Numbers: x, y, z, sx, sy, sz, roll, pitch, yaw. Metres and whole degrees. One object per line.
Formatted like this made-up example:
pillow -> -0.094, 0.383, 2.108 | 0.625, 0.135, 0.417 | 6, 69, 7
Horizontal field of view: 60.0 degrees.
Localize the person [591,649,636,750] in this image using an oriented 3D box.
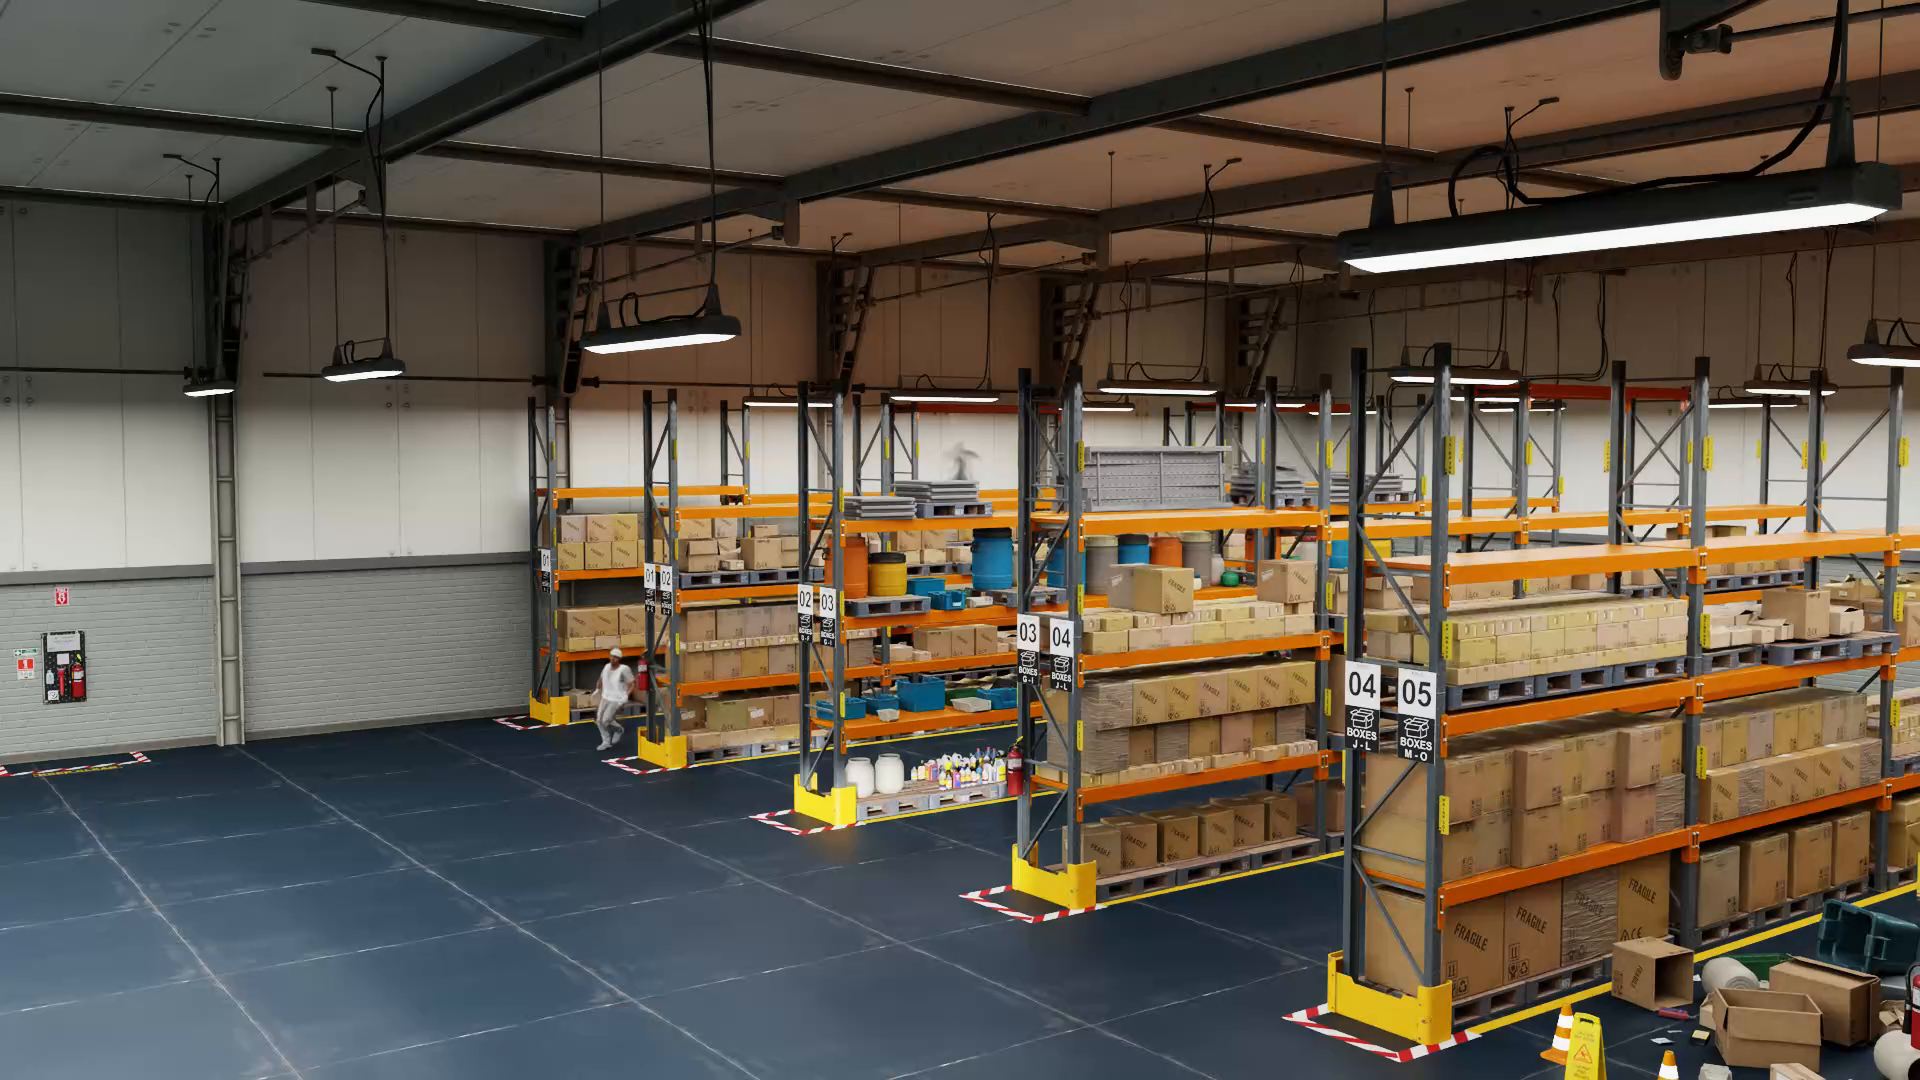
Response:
person -> -5.806, 2.674, 27.836 | 0.740, 1.716, 0.550 | 2, 4, 32
